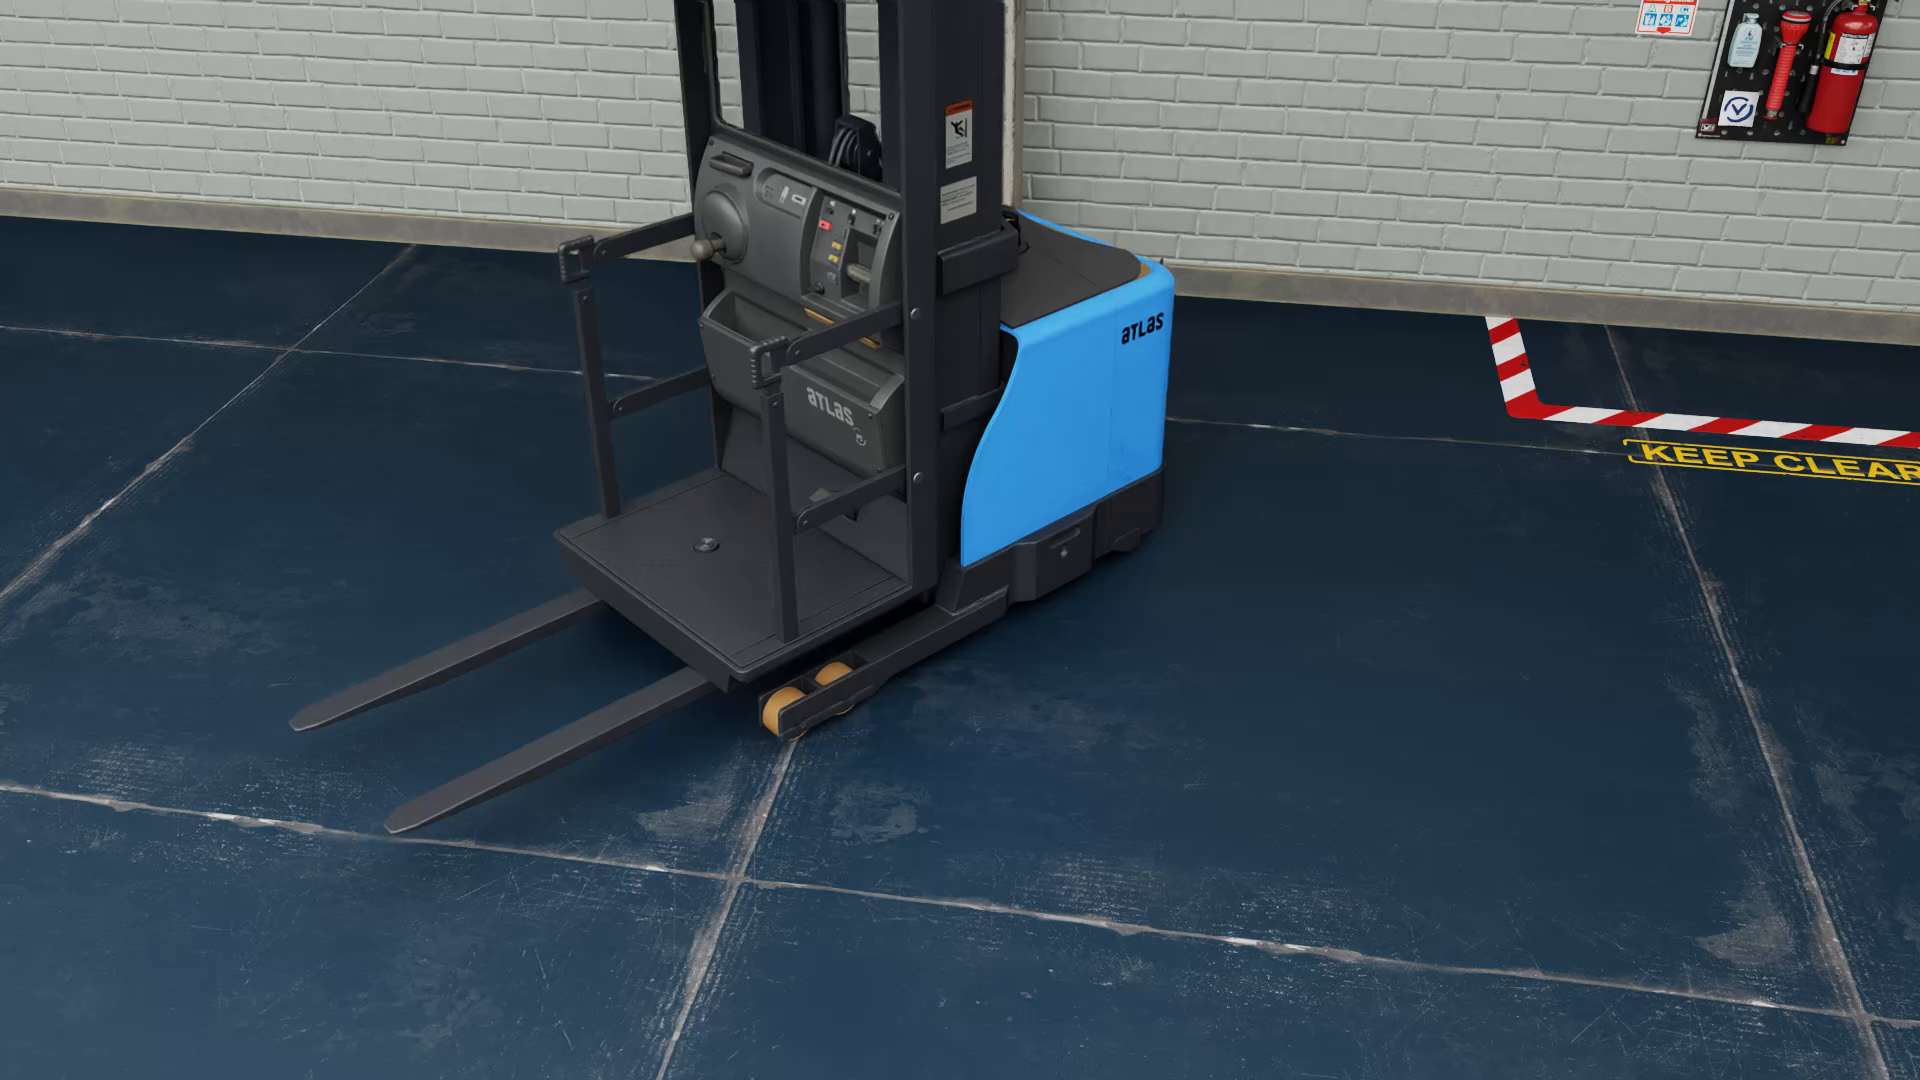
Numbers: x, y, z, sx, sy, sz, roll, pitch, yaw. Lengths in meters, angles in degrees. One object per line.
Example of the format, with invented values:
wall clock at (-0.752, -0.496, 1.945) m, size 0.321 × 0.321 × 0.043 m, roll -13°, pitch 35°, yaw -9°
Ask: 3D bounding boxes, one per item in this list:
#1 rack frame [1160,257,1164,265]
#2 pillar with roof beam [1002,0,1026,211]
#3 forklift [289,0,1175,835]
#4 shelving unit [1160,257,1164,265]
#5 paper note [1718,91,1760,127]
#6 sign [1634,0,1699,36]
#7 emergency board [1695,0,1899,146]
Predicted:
rack frame at (0.713, -0.623, 6.398) m, size 0.006 × 0.900 × 0.240 m, roll 14°, pitch 35°, yaw 21°
pillar with roof beam at (-0.645, -2.790, 2.226) m, size 0.400 × 9.000 × 9.100 m, roll 5°, pitch 32°, yaw 8°
forklift at (-0.667, -0.924, 4.963) m, size 3.031 × 2.935 × 1.130 m, roll -26°, pitch 40°, yaw -35°
shelving unit at (0.620, -0.646, 6.434) m, size 0.210 × 0.900 × 0.258 m, roll 14°, pitch 35°, yaw 21°
paper note at (3.401, -1.882, 7.260) m, size 0.142 × 0.148 × 0.016 m, roll 5°, pitch 32°, yaw 8°
sign at (3.036, -2.322, 7.099) m, size 0.234 × 0.329 × 0.001 m, roll 5°, pitch 32°, yaw 8°
emergency board at (3.564, -2.204, 6.944) m, size 0.643 × 1.169 × 0.194 m, roll 5°, pitch 32°, yaw 8°
